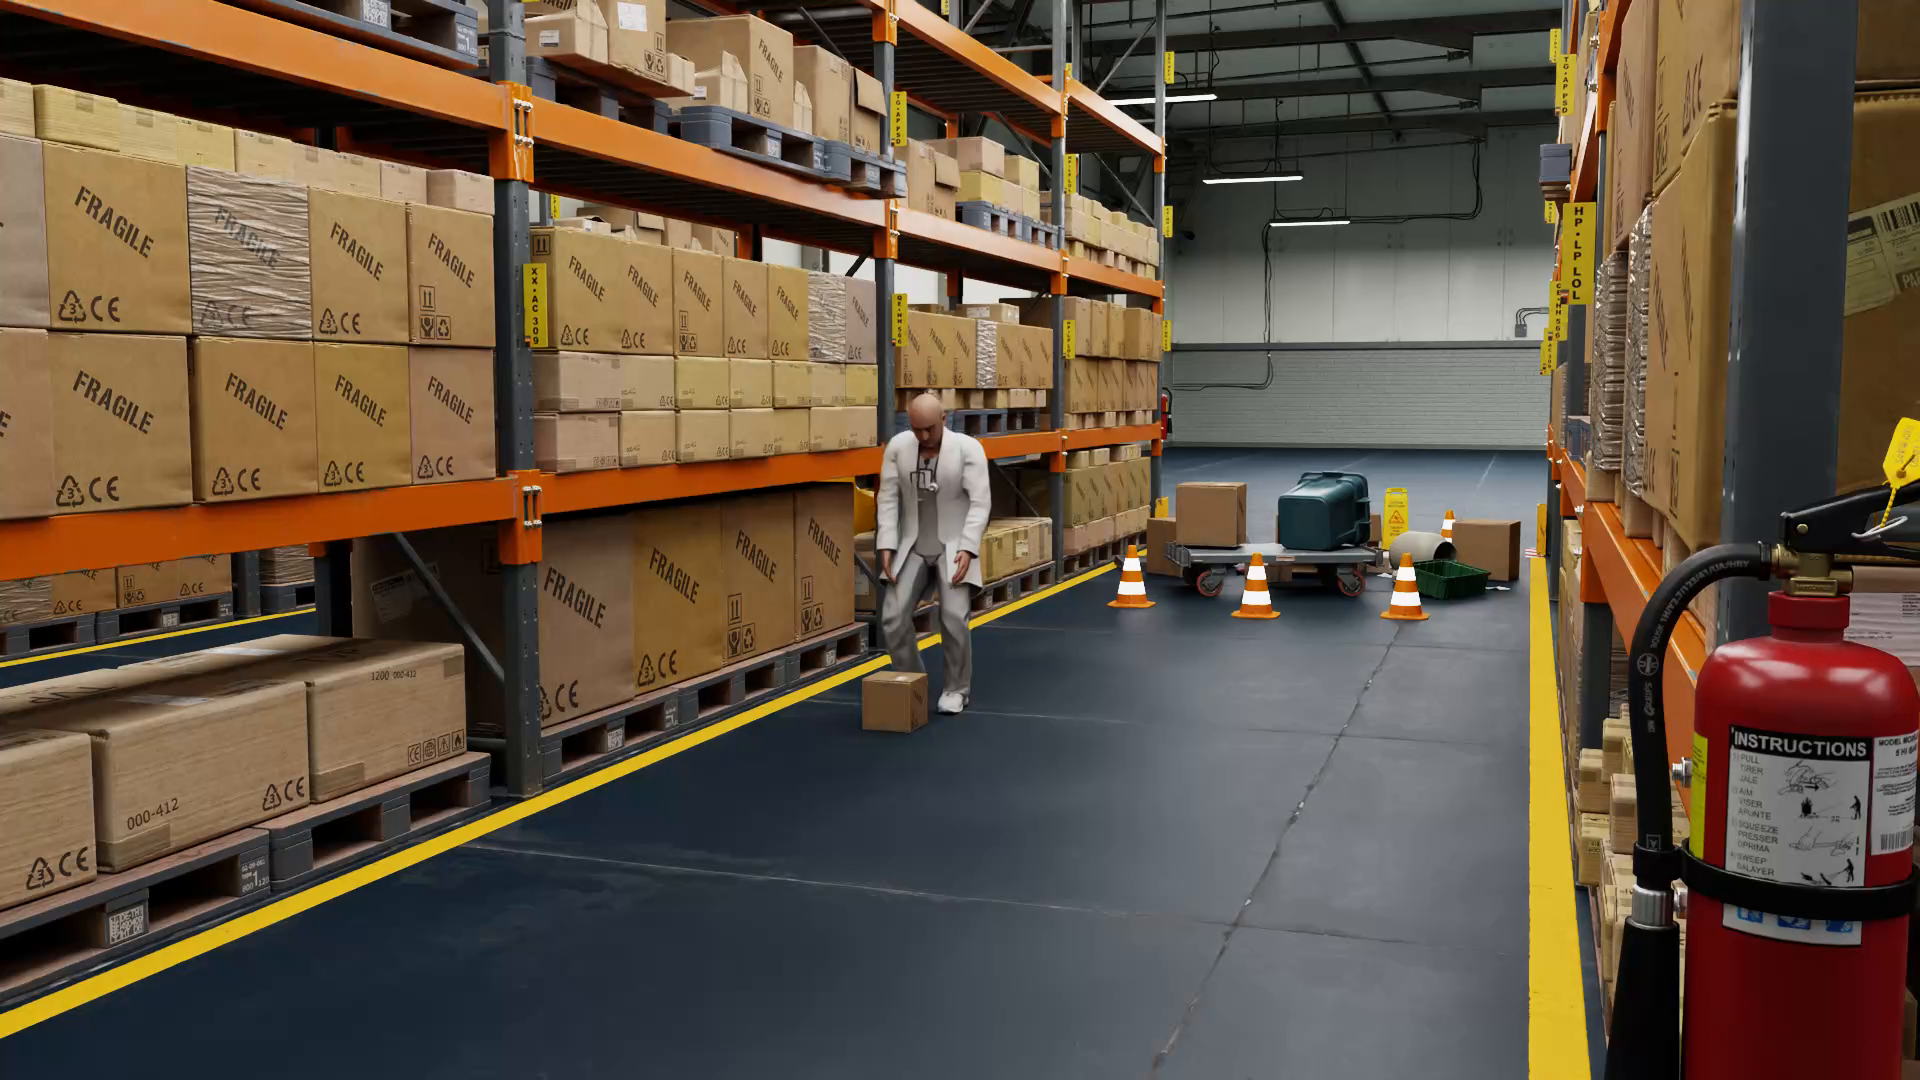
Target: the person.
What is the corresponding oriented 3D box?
[{"bbox_3d":[-0.126,0.066,8.554,0.617,1.634,0.543,2,5,19],"label":"person"}]
